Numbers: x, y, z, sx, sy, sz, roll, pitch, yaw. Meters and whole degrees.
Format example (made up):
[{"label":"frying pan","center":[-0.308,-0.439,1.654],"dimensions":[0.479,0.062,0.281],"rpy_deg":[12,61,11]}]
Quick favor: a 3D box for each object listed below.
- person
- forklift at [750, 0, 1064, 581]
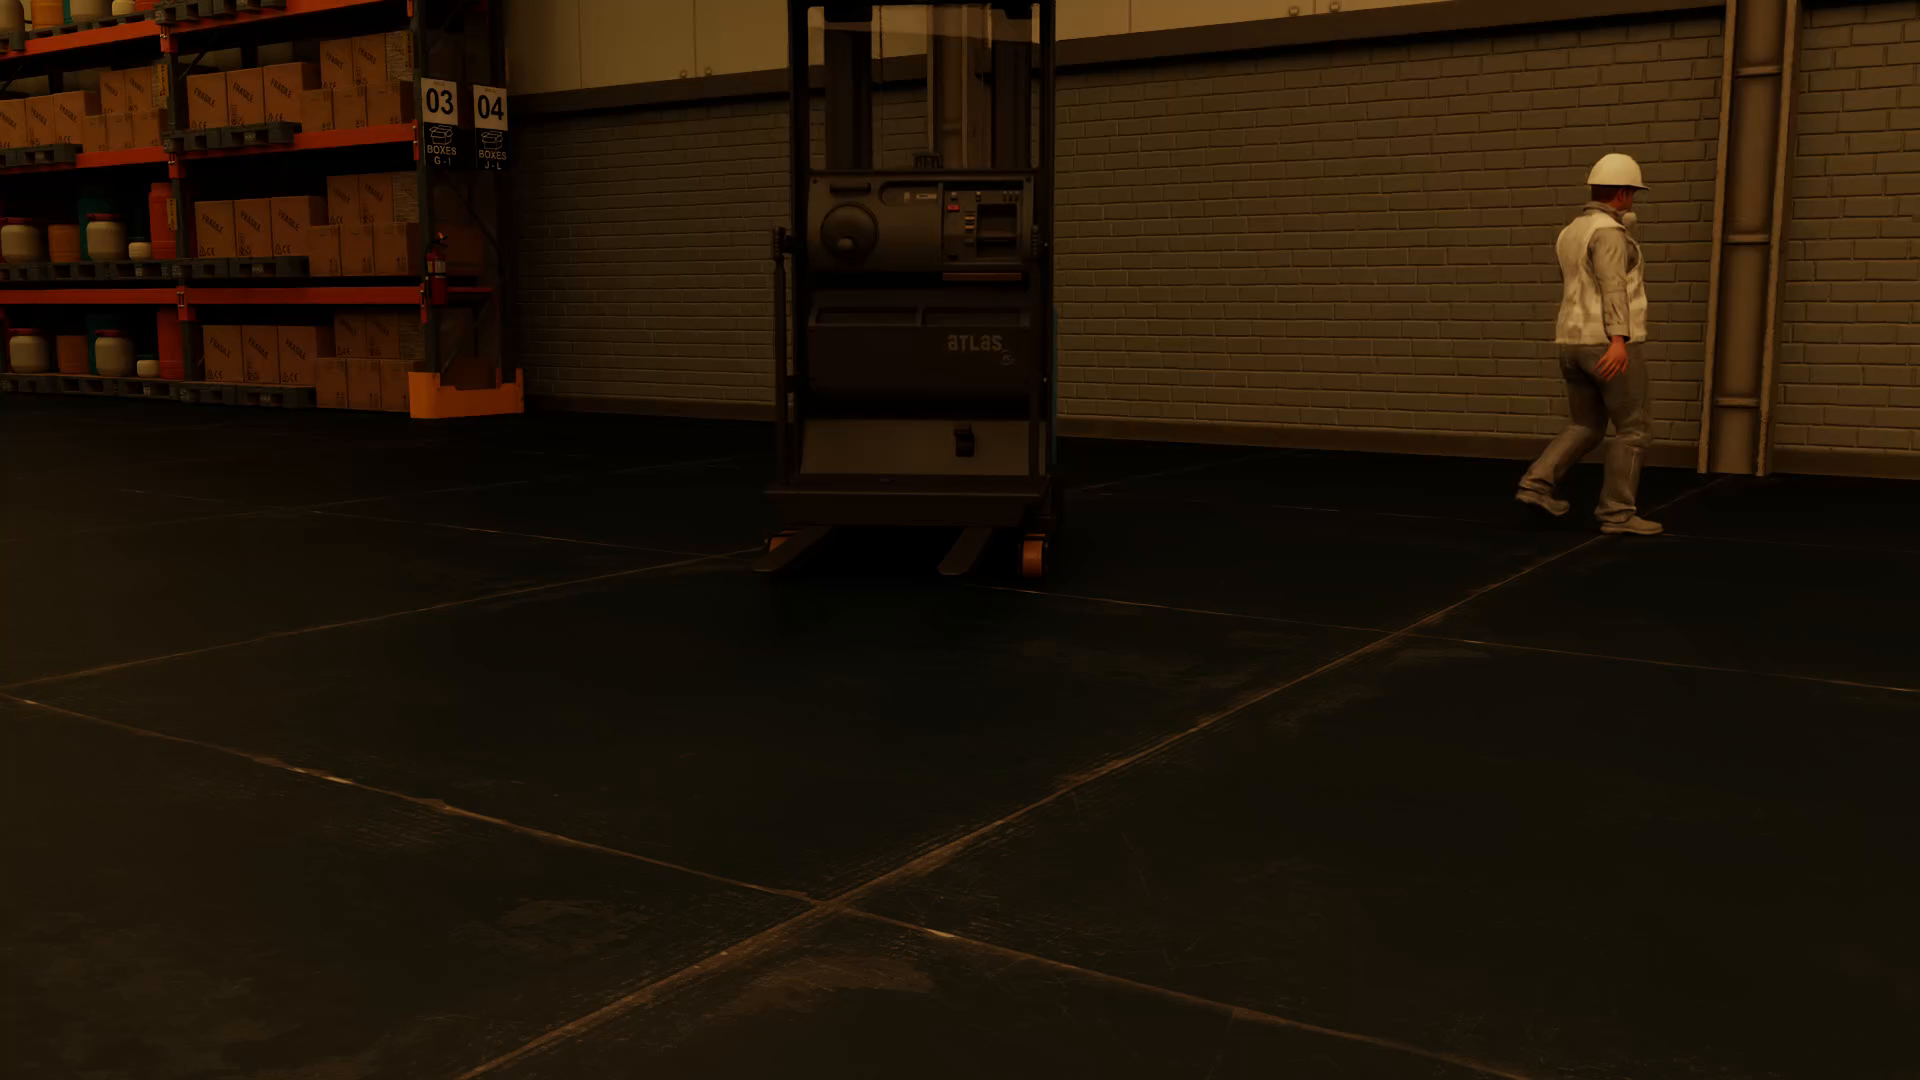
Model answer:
[{"label":"person","center":[2.998,-0.901,7.739],"dimensions":[0.669,1.754,0.841],"rpy_deg":[-1,8,-9]},{"label":"forklift","center":[-0.181,-1.339,6.610],"dimensions":[1.130,2.935,3.031],"rpy_deg":[1,8,6]}]
